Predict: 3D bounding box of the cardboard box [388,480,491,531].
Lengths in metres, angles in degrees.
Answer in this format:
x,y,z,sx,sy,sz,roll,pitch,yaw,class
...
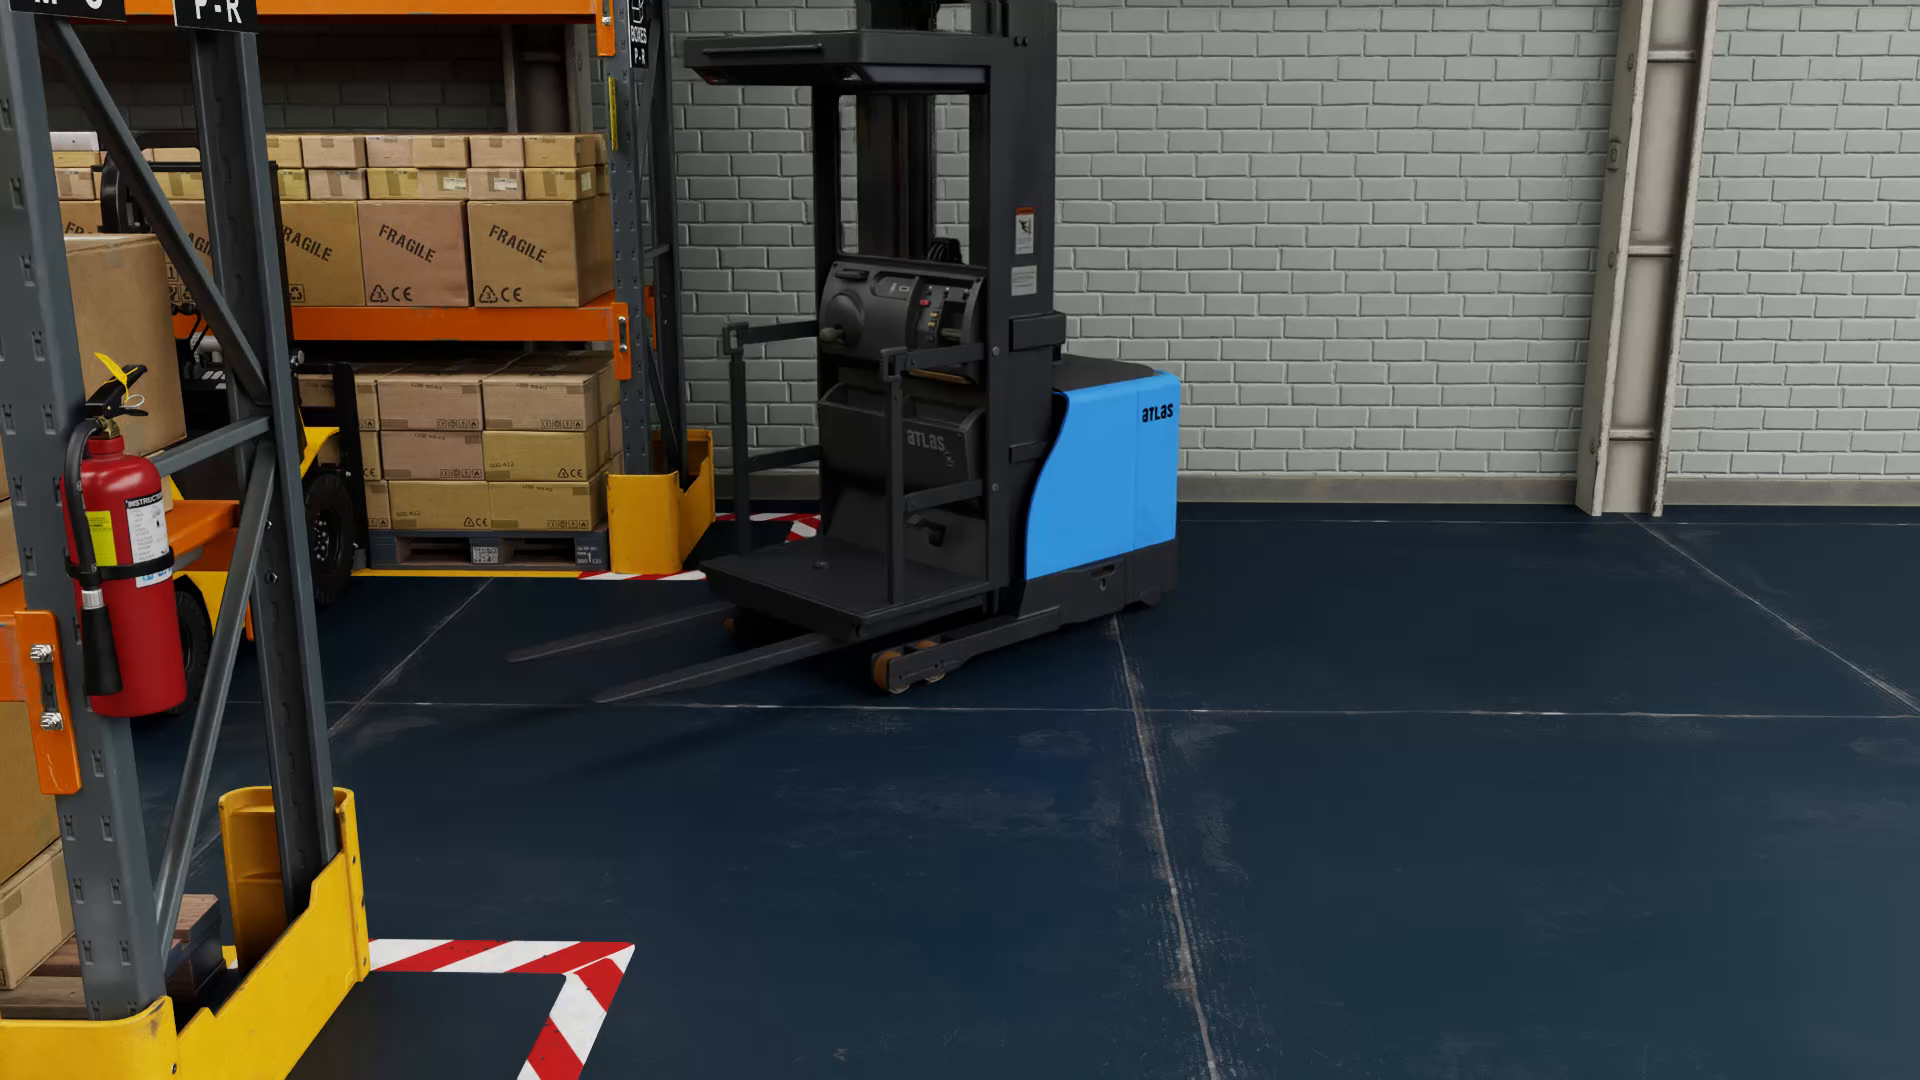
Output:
x,y,z,sx,sy,sz,roll,pitch,yaw,class
-2.546,-0.231,8.403,0.500,0.250,0.500,0,15,1,cardboard box

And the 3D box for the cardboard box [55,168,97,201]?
x,y,z,sx,sy,sz,roll,pitch,yaw,class
-4.231,-1.730,8.049,0.250,0.149,0.380,0,15,1,cardboard box

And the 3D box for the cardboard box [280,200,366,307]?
x,y,z,sx,sy,sz,roll,pitch,yaw,class
-3.100,-1.423,8.158,0.500,0.500,0.500,0,15,0,cardboard box

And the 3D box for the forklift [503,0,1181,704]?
x,y,z,sx,sy,sz,roll,pitch,yaw,class
-0.402,-0.961,6.736,3.031,2.935,1.130,-14,20,-42,forklift

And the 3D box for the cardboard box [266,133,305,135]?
x,y,z,sx,sy,sz,roll,pitch,yaw,class
-3.447,-2.009,8.525,0.250,0.149,0.380,0,15,2,cardboard box

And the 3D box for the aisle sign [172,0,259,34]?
x,y,z,sx,sy,sz,roll,pitch,yaw,class
-1.624,-1.499,3.546,0.004,0.787,0.394,0,15,1,aisle sign

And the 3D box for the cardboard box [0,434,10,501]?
x,y,z,sx,sy,sz,roll,pitch,yaw,class
-2.244,-0.289,3.276,0.500,0.500,0.500,0,15,0,cardboard box

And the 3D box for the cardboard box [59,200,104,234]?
x,y,z,sx,sy,sz,roll,pitch,yaw,class
-4.105,-1.432,8.192,0.500,0.500,0.500,0,15,1,cardboard box

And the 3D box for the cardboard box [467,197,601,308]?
x,y,z,sx,sy,sz,roll,pitch,yaw,class
-2.070,-1.414,8.123,0.500,0.500,0.500,0,15,0,cardboard box

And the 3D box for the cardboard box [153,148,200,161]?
x,y,z,sx,sy,sz,roll,pitch,yaw,class
-3.719,-1.898,8.104,0.250,0.149,0.380,0,15,2,cardboard box

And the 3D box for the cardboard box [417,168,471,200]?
x,y,z,sx,sy,sz,roll,pitch,yaw,class
-2.439,-1.734,8.063,0.250,0.149,0.380,1,15,2,cardboard box

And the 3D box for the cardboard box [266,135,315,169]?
x,y,z,sx,sy,sz,roll,pitch,yaw,class
-3.213,-1.867,7.984,0.250,0.149,0.380,1,15,3,cardboard box

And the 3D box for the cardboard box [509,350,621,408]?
x,y,z,sx,sy,sz,roll,pitch,yaw,class
-2.047,-0.838,8.742,0.500,0.250,0.500,0,15,1,cardboard box

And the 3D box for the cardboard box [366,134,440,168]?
x,y,z,sx,sy,sz,roll,pitch,yaw,class
-2.691,-1.893,8.084,0.250,0.149,0.380,0,15,2,cardboard box

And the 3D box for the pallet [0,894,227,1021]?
x,y,z,sx,sy,sz,roll,pitch,yaw,class
-2.581,1.170,3.992,1.213,0.211,1.003,0,15,1,pallet

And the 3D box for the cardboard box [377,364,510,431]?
x,y,z,sx,sy,sz,roll,pitch,yaw,class
-2.550,-0.712,8.264,0.500,0.250,0.500,1,15,2,cardboard box

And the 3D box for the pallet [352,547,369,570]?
x,y,z,sx,sy,sz,roll,pitch,yaw,class
-3.553,-0.084,8.745,1.213,0.211,1.003,0,15,1,pallet

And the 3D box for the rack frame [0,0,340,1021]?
x,y,z,sx,sy,sz,roll,pitch,yaw,class
-1.694,-0.164,3.580,0.127,3.000,1.000,0,15,1,rack frame

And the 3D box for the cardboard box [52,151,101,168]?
x,y,z,sx,sy,sz,roll,pitch,yaw,class
-4.225,-1.883,8.046,0.250,0.149,0.380,0,15,1,cardboard box

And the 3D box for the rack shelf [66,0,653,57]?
x,y,z,sx,sy,sz,roll,pitch,yaw,class
-3.570,-2.545,8.136,4.000,0.370,1.077,0,15,1,rack shelf

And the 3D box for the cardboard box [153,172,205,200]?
x,y,z,sx,sy,sz,roll,pitch,yaw,class
-3.713,-1.733,8.062,0.250,0.149,0.380,0,15,0,cardboard box

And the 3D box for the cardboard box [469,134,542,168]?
x,y,z,sx,sy,sz,roll,pitch,yaw,class
-2.182,-1.877,8.026,0.250,0.149,0.380,0,15,2,cardboard box

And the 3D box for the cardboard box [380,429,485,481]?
x,y,z,sx,sy,sz,roll,pitch,yaw,class
-2.567,-0.474,8.344,0.500,0.250,0.500,0,15,1,cardboard box

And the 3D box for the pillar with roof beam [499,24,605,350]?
x,y,z,sx,sy,sz,roll,pitch,yaw,class
-2.354,-3.467,4.340,0.400,9.000,9.100,0,15,1,pillar with roof beam

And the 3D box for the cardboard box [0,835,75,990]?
x,y,z,sx,sy,sz,roll,pitch,yaw,class
-2.493,0.887,4.164,0.500,0.250,0.500,0,15,1,cardboard box

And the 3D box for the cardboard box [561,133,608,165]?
x,y,z,sx,sy,sz,roll,pitch,yaw,class
-1.901,-1.992,8.459,0.250,0.149,0.380,0,15,0,cardboard box

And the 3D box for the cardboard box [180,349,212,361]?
x,y,z,sx,sy,sz,roll,pitch,yaw,class
-4.061,-0.852,8.798,0.500,0.250,0.500,0,15,2,cardboard box

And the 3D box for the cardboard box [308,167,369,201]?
x,y,z,sx,sy,sz,roll,pitch,yaw,class
-2.955,-1.728,8.041,0.250,0.149,0.380,0,15,0,cardboard box

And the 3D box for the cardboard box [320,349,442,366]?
x,y,z,sx,sy,sz,roll,pitch,yaw,class
-3.046,-0.846,8.774,0.500,0.250,0.500,0,15,1,cardboard box

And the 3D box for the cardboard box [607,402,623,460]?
x,y,z,sx,sy,sz,roll,pitch,yaw,class
-2.036,-0.601,8.824,0.500,0.250,0.500,1,15,2,cardboard box

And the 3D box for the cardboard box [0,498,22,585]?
x,y,z,sx,sy,sz,roll,pitch,yaw,class
-2.073,0.010,3.414,0.250,0.149,0.380,1,15,3,cardboard box

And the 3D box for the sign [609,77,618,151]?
x,y,z,sx,sy,sz,roll,pitch,yaw,class
-1.599,-1.965,7.676,0.005,0.325,0.100,0,15,1,sign

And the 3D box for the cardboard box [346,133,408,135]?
x,y,z,sx,sy,sz,roll,pitch,yaw,class
-2.937,-2.001,8.494,0.250,0.149,0.380,1,15,3,cardboard box

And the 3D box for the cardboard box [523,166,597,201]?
x,y,z,sx,sy,sz,roll,pitch,yaw,class
-1.925,-1.722,8.020,0.250,0.149,0.380,1,15,2,cardboard box

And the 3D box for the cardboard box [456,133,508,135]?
x,y,z,sx,sy,sz,roll,pitch,yaw,class
-2.426,-2.000,8.491,0.250,0.149,0.380,1,15,2,cardboard box

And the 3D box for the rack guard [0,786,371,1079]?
x,y,z,sx,sy,sz,roll,pitch,yaw,class
-1.770,1.045,3.901,0.348,0.500,1.175,0,15,1,rack guard

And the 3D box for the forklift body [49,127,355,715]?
x,y,z,sx,sy,sz,roll,pitch,yaw,class
-3.513,-0.566,6.770,1.214,2.155,2.313,0,15,1,forklift body

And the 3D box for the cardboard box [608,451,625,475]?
x,y,z,sx,sy,sz,roll,pitch,yaw,class
-2.057,-0.356,8.876,0.500,0.250,0.500,0,15,2,cardboard box
